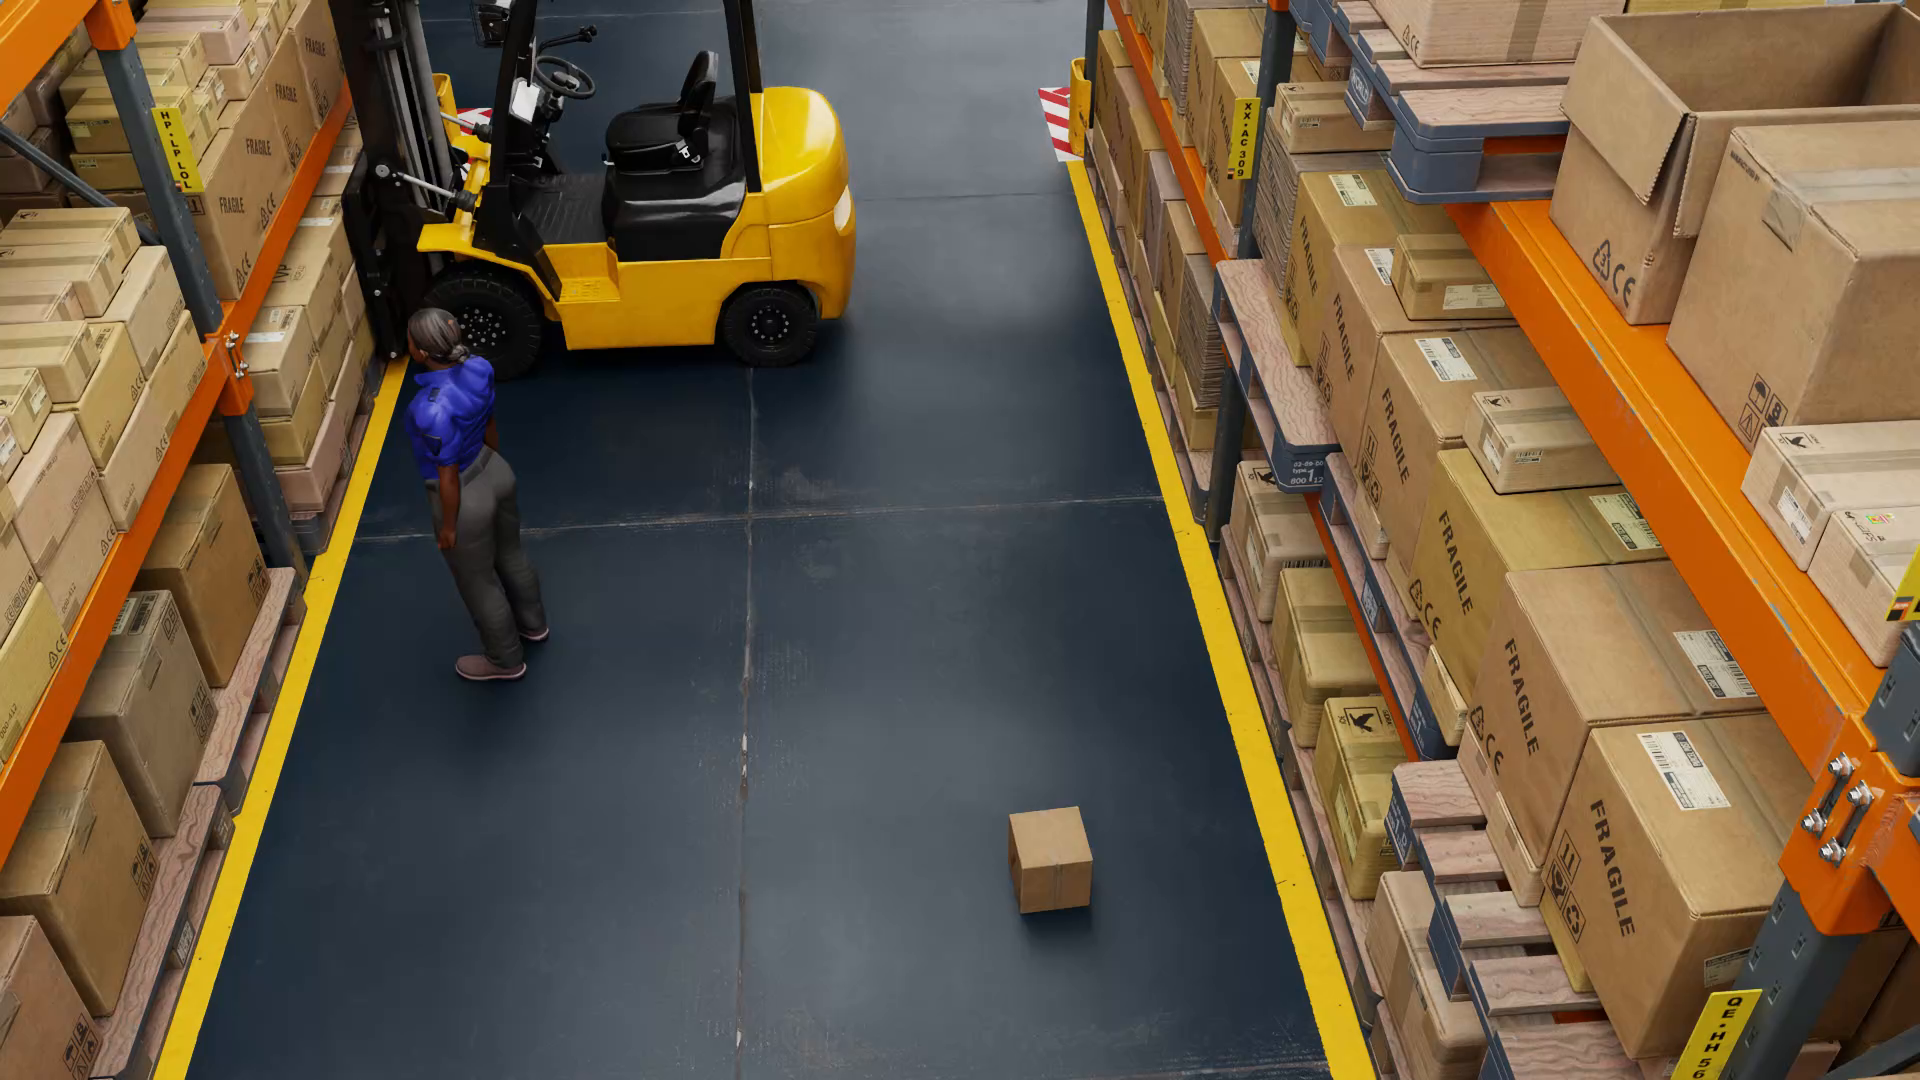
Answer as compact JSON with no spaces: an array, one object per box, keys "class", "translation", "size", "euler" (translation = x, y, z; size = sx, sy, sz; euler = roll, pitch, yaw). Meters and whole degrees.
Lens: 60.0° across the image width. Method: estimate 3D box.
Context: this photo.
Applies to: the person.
[{"class":"person","translation":[-1.881,-0.171,6.364],"size":[0.319,1.662,0.449],"euler":[10,40,11]}]
